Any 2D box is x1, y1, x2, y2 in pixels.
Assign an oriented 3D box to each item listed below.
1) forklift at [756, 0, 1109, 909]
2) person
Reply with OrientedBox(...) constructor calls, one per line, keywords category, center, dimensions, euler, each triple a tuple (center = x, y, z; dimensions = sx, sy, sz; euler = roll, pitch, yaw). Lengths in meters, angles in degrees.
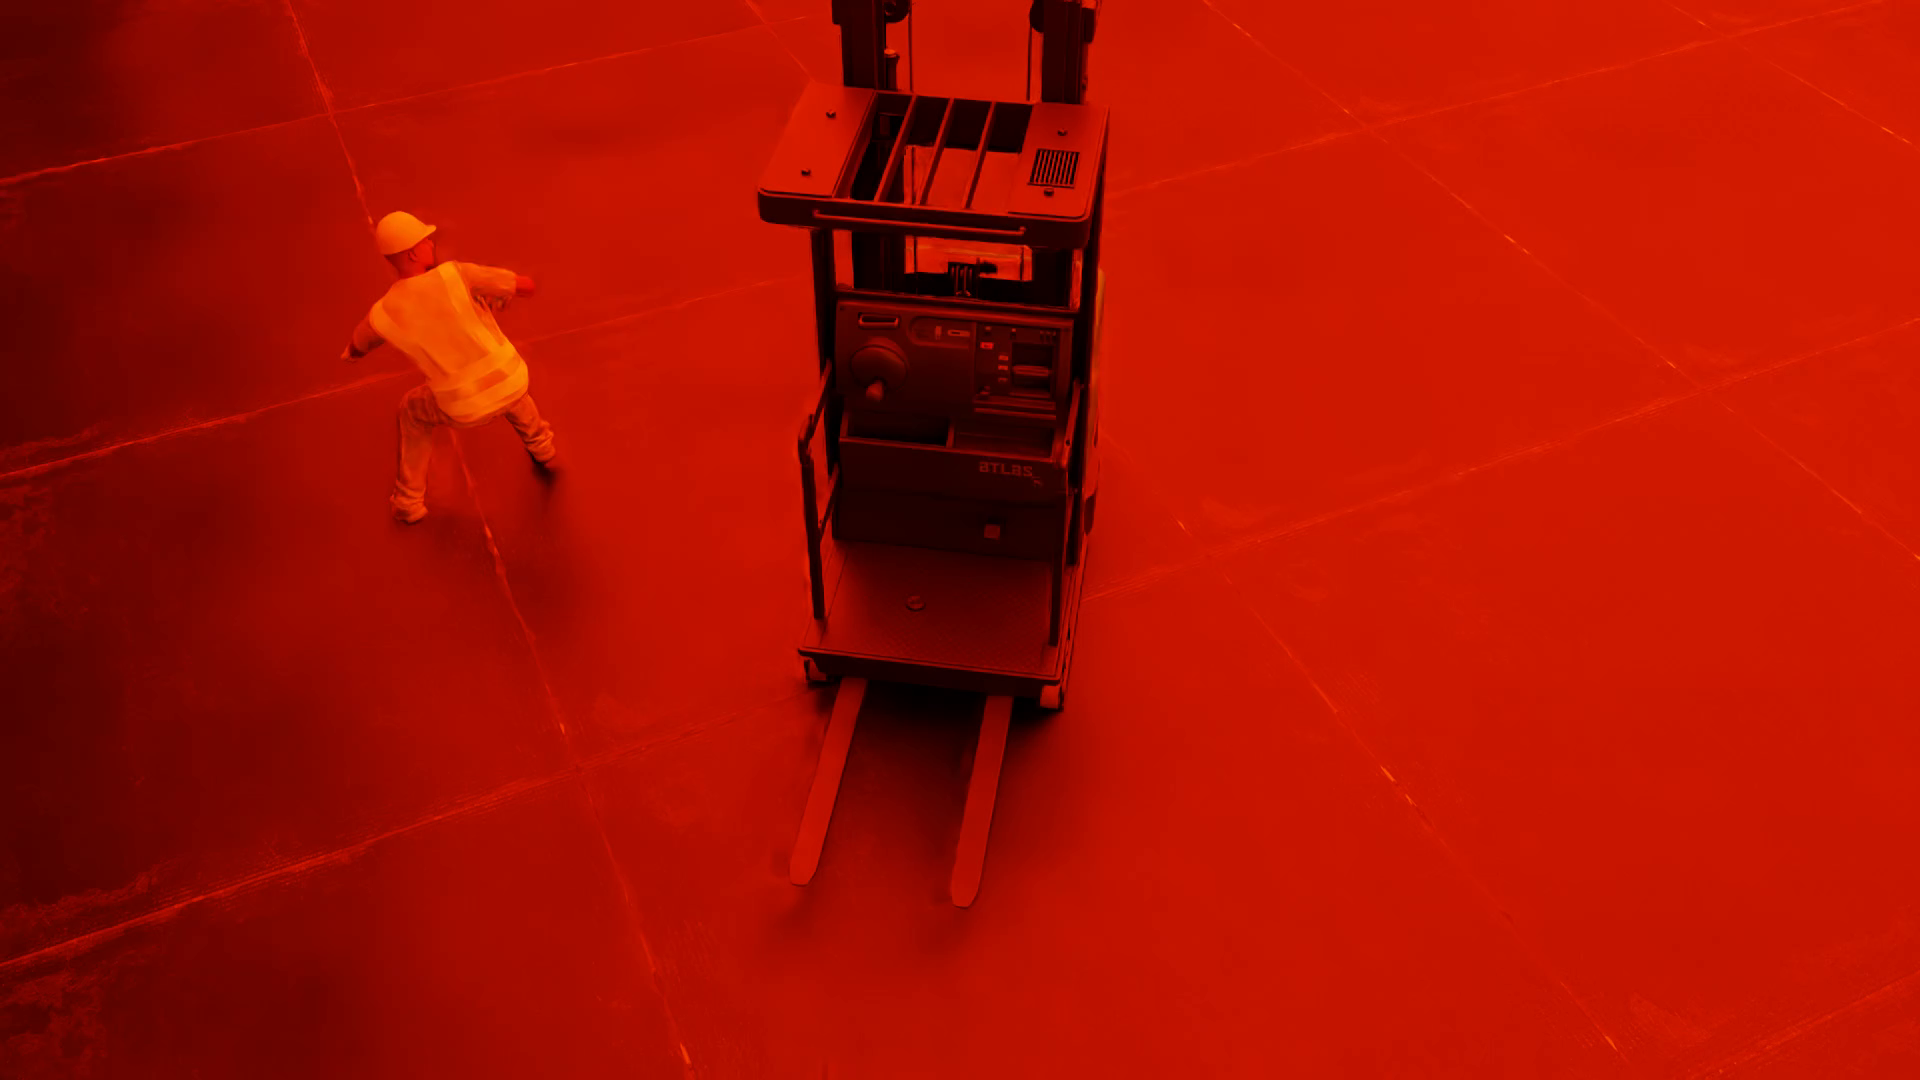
OrientedBox(category="forklift", center=(-0.060, -0.622, 6.347), dimensions=(1.130, 2.935, 3.031), euler=(6, 43, 7))
OrientedBox(category="person", center=(-2.371, -0.829, 7.653), dimensions=(0.865, 1.529, 0.879), euler=(-22, 47, -22))
